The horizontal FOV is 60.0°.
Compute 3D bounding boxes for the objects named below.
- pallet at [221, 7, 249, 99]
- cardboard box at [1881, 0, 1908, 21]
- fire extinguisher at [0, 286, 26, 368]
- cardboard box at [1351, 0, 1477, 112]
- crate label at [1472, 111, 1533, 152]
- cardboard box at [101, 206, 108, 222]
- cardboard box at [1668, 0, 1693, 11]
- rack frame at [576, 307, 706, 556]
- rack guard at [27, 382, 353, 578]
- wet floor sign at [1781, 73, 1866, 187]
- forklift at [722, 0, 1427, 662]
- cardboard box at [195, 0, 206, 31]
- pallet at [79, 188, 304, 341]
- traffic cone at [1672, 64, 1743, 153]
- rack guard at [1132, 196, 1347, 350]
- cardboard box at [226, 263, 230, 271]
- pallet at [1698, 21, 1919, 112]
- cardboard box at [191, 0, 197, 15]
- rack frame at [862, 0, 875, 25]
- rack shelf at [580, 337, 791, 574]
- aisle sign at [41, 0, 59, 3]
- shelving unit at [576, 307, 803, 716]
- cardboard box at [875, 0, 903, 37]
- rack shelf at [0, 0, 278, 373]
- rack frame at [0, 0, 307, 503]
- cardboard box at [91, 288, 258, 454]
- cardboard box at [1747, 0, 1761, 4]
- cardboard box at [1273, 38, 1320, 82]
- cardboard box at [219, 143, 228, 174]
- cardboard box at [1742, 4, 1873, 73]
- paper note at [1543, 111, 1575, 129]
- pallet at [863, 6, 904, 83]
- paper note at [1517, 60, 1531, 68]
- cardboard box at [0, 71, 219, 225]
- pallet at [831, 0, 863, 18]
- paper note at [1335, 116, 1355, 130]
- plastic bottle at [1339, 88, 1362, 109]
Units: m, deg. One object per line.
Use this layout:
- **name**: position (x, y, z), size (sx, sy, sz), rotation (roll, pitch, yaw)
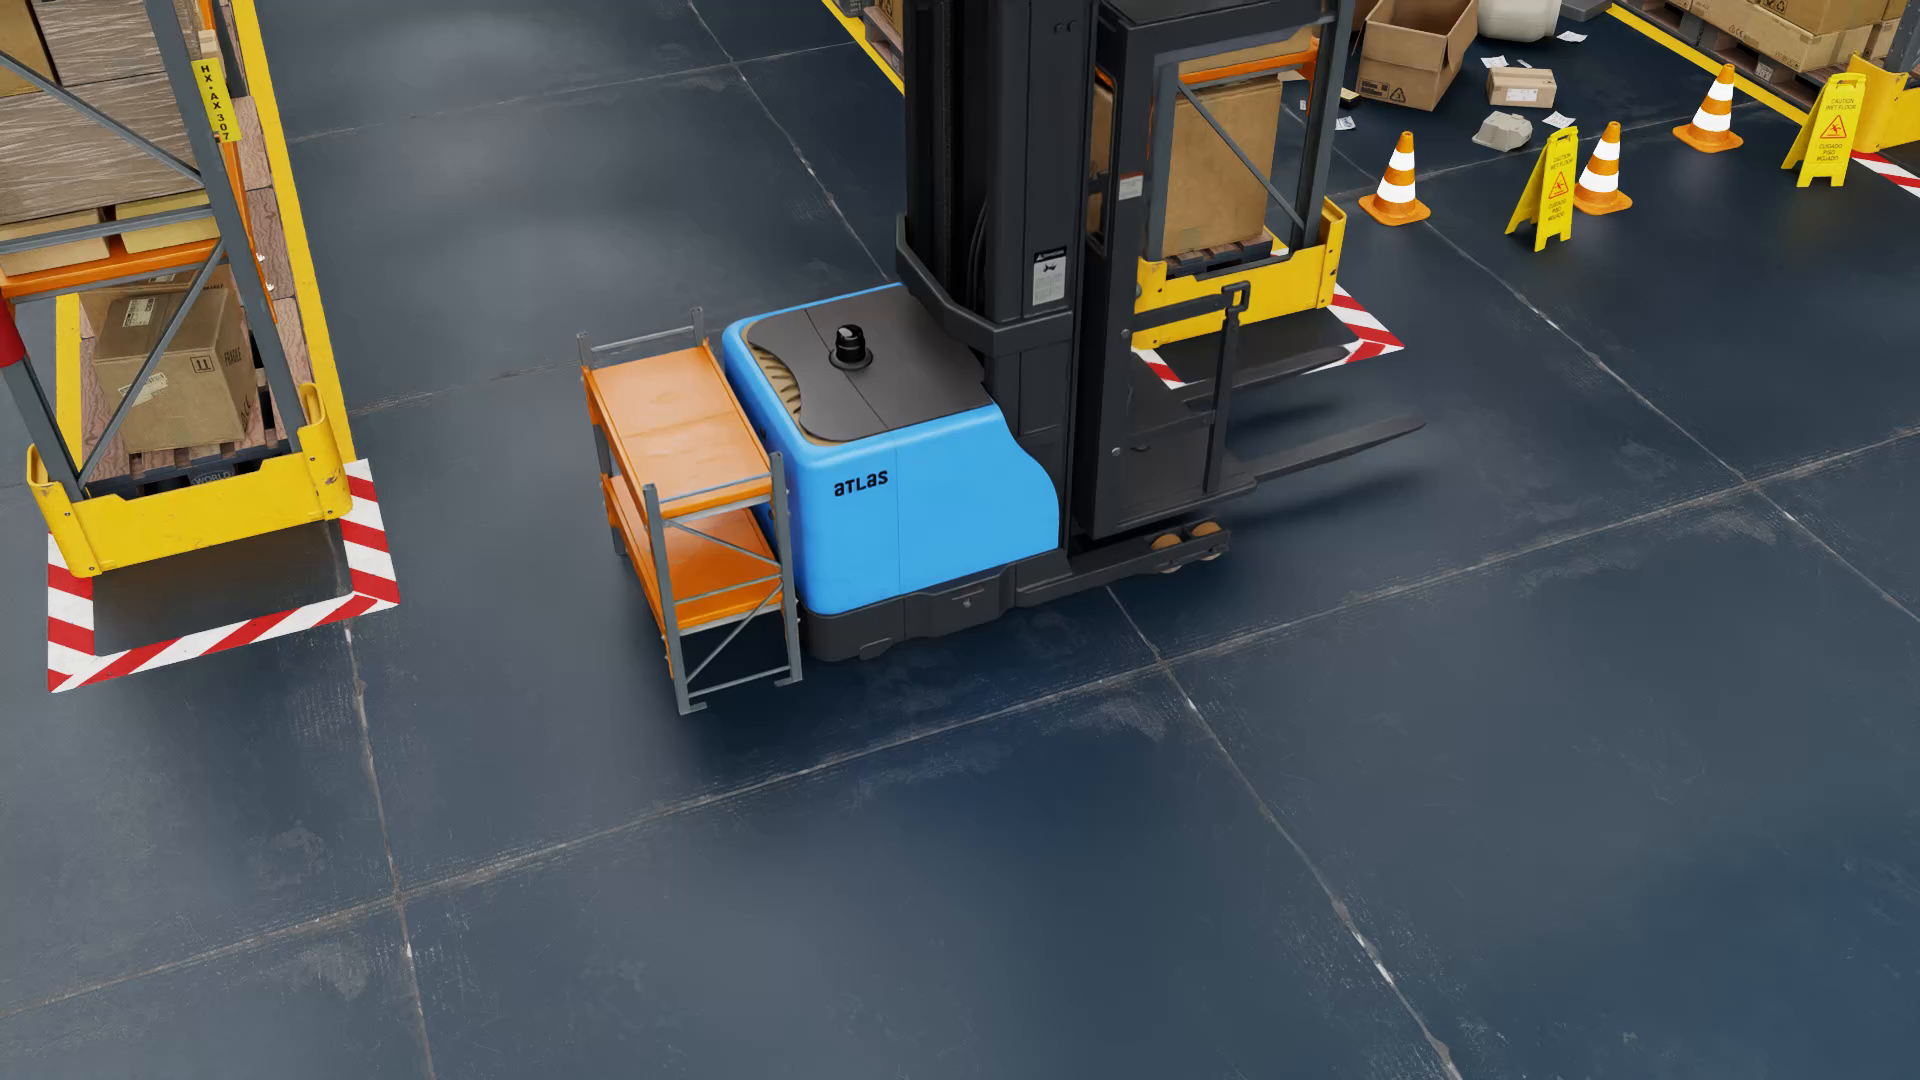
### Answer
- **pallet**: position (-5.097, -2.988, 10.563), size (1.003, 0.211, 1.213), rotation (-15, 43, -17)
- **cardboard box**: position (5.826, -3.609, 10.358), size (0.500, 0.500, 0.500), rotation (-16, 43, -18)
- **fire extinguisher**: position (-3.649, -0.954, 6.118), size (0.296, 0.674, 0.183), rotation (-15, 43, -17)
- **cardboard box**: position (2.878, -3.119, 10.491), size (0.637, 0.503, 0.797), rotation (19, 44, 20)
- **crate label**: position (3.279, -2.467, 10.014), size (0.298, 0.136, 0.250), rotation (27, 47, 27)
- **cardboard box**: position (-3.662, -1.343, 6.703), size (0.380, 0.149, 0.250), rotation (-15, 43, -17)
- **cardboard box**: position (4.935, -3.804, 11.159), size (0.500, 0.250, 0.500), rotation (-17, 43, -18)
- **rack frame**: position (-1.254, -0.428, 6.885), size (0.500, 1.125, 0.032), rotation (-15, 43, -17)
- **rack guard**: position (-3.296, -0.265, 7.175), size (1.175, 0.500, 0.348), rotation (-15, 43, -17)
- **wet floor sign**: position (4.973, -2.365, 9.505), size (0.267, 0.644, 0.232), rotation (-2, 41, -2)
- **forklift**: position (0.601, -1.269, 6.478), size (3.031, 2.935, 1.130), rotation (-16, 43, -18)
- **cardboard box**: position (-3.883, -2.518, 8.070), size (0.380, 0.149, 0.250), rotation (-15, 43, -17)
- **pallet**: position (-4.037, -1.387, 8.701), size (1.003, 0.211, 1.213), rotation (-15, 43, -17)
- **traffic cone**: position (4.533, -2.615, 9.935), size (0.336, 0.463, 0.334), rotation (-15, 43, -17)
- **rack guard**: position (1.364, -1.381, 8.473), size (1.175, 0.500, 0.348), rotation (-15, 43, -17)
- **cardboard box**: position (-3.973, -1.492, 8.280), size (0.500, 0.500, 0.500), rotation (-11, 42, -13)
- **pallet**: position (5.582, -3.126, 10.723), size (1.003, 0.211, 1.213), rotation (-15, 43, -17)
- **cardboard box**: position (-3.410, -2.399, 6.667), size (0.500, 0.500, 0.500), rotation (-15, 43, -17)
- **rack frame**: position (-0.176, -4.753, 10.477), size (1.000, 3.000, 0.127), rotation (-15, 43, -17)
- **rack shelf**: position (-1.058, -0.344, 6.339), size (0.538, 0.278, 1.000), rotation (-15, 43, -17)
- **aisle sign**: position (-2.966, -2.190, 5.502), size (0.394, 0.787, 0.004), rotation (-15, 43, -17)
- **shelving unit**: position (-1.058, -0.122, 6.529), size (0.538, 1.125, 1.048), rotation (-15, 43, -17)
- **cardboard box**: position (0.000, -3.710, 10.572), size (0.875, 0.875, 0.875), rotation (-14, 43, -16)
- **rack shelf**: position (-4.032, -2.099, 7.942), size (1.077, 0.370, 4.000), rotation (-15, 43, -17)
- **rack frame**: position (-3.267, -1.167, 6.306), size (1.000, 3.000, 0.127), rotation (-15, 43, -17)
- **cardboard box**: position (-3.490, -0.759, 7.427), size (0.500, 0.500, 0.500), rotation (-8, 41, -9)
- **cardboard box**: position (5.139, -3.771, 10.547), size (0.500, 0.500, 0.500), rotation (-14, 43, -15)
- **cardboard box**: position (2.183, -3.140, 10.698), size (0.396, 0.266, 0.258), rotation (-8, 41, -9)
- **cardboard box**: position (-3.315, -1.613, 7.017), size (0.380, 0.149, 0.250), rotation (-15, 43, -17)
- **cardboard box**: position (5.322, -3.190, 10.446), size (0.500, 0.250, 0.500), rotation (-15, 43, -17)
- **paper note**: position (3.688, -2.586, 10.234), size (0.148, 0.019, 0.142), rotation (-31, 49, -31)
- **pallet**: position (0.043, -3.218, 10.830), size (1.003, 0.211, 1.213), rotation (-15, 43, -17)
- **paper note**: position (3.686, -3.111, 10.860), size (0.032, 0.001, 0.123), rotation (-15, 43, -17)
- **cardboard box**: position (-3.452, -1.656, 6.570), size (0.875, 0.500, 0.500), rotation (-15, 43, -17)
- **pallet**: position (-0.541, -4.142, 11.904), size (1.003, 0.211, 1.213), rotation (-15, 43, -17)
- **paper note**: position (2.339, -2.560, 10.205), size (0.144, 0.017, 0.142), rotation (-2, 41, -2)
- **plastic bottle**: position (2.373, -2.799, 10.458), size (0.133, 0.061, 0.283), rotation (-31, 49, -31)
